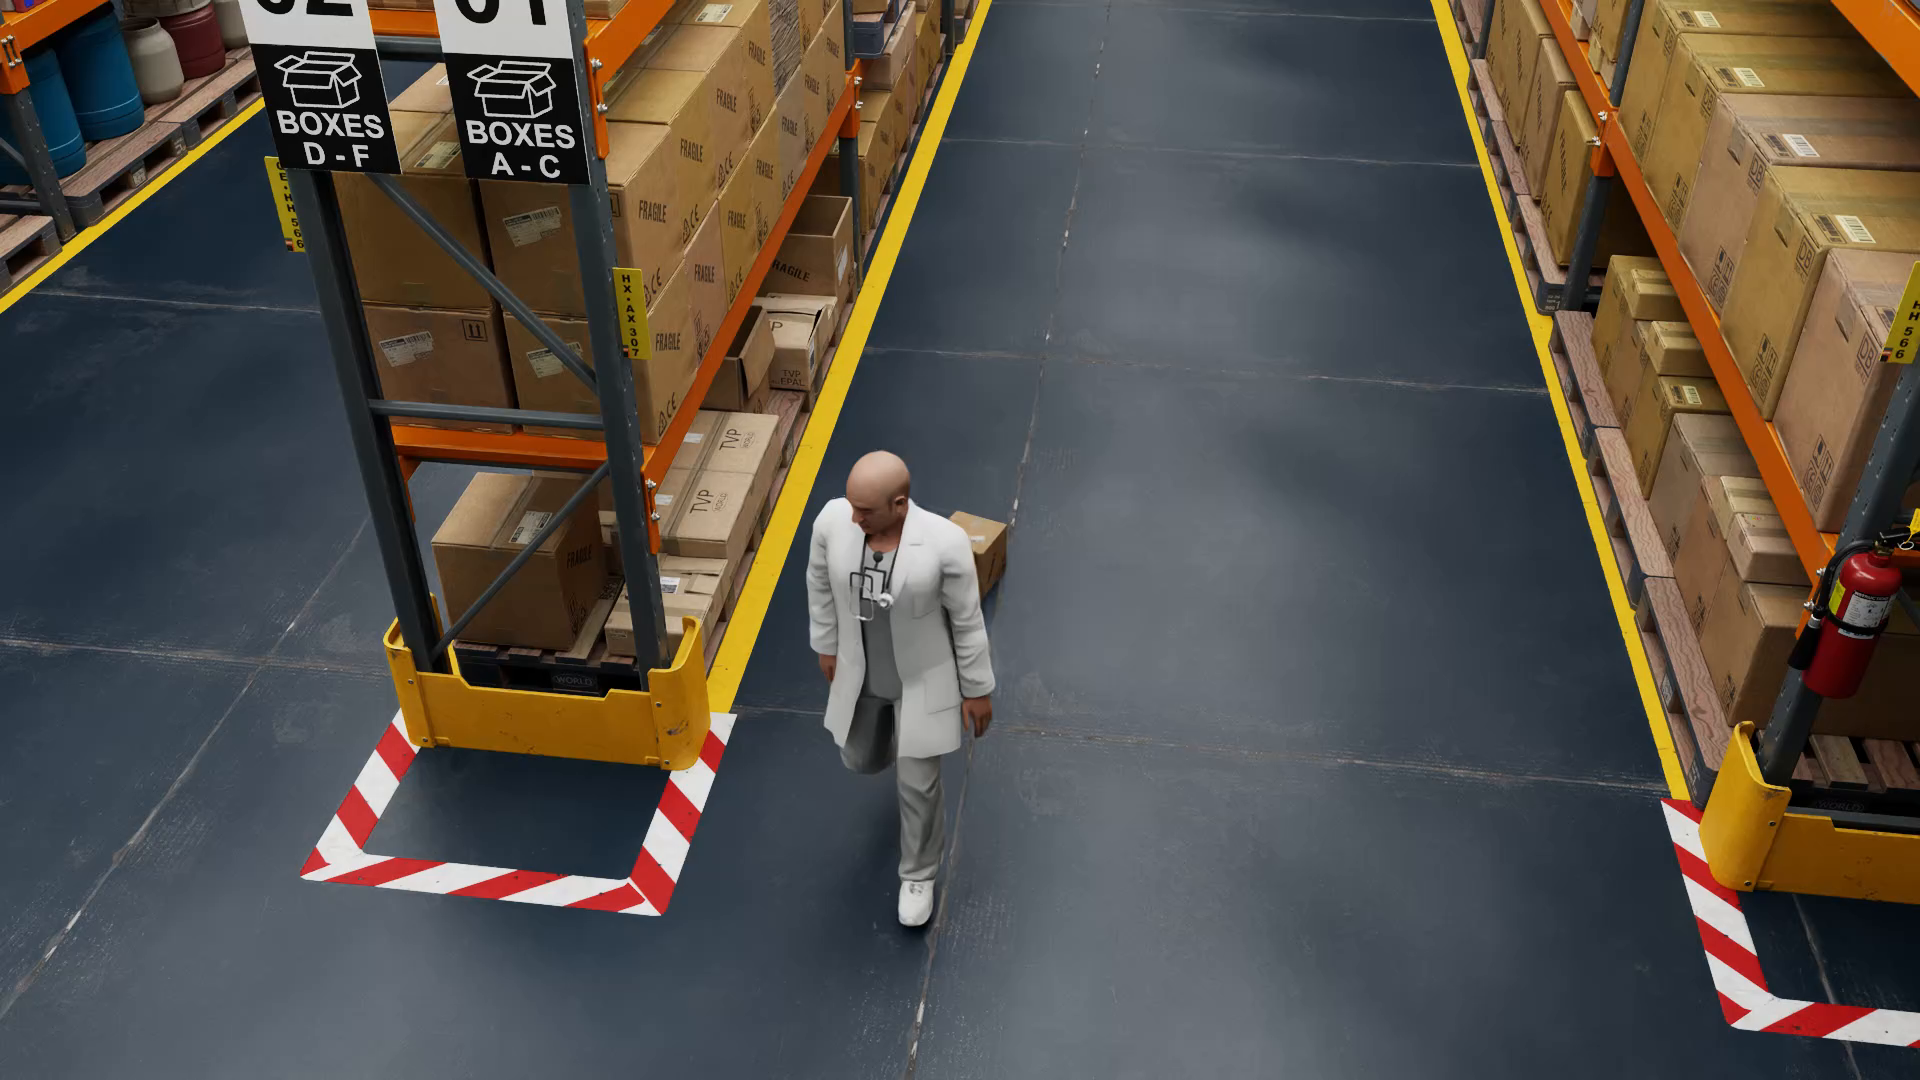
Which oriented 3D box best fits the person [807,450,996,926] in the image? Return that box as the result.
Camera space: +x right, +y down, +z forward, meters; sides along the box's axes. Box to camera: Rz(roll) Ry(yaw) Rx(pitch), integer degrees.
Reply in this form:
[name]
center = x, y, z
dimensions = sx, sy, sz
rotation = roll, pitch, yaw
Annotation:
[person]
center = -0.182, 0.399, 5.593
dimensions = 0.669, 1.750, 0.831
rotation = 12, 37, 16
